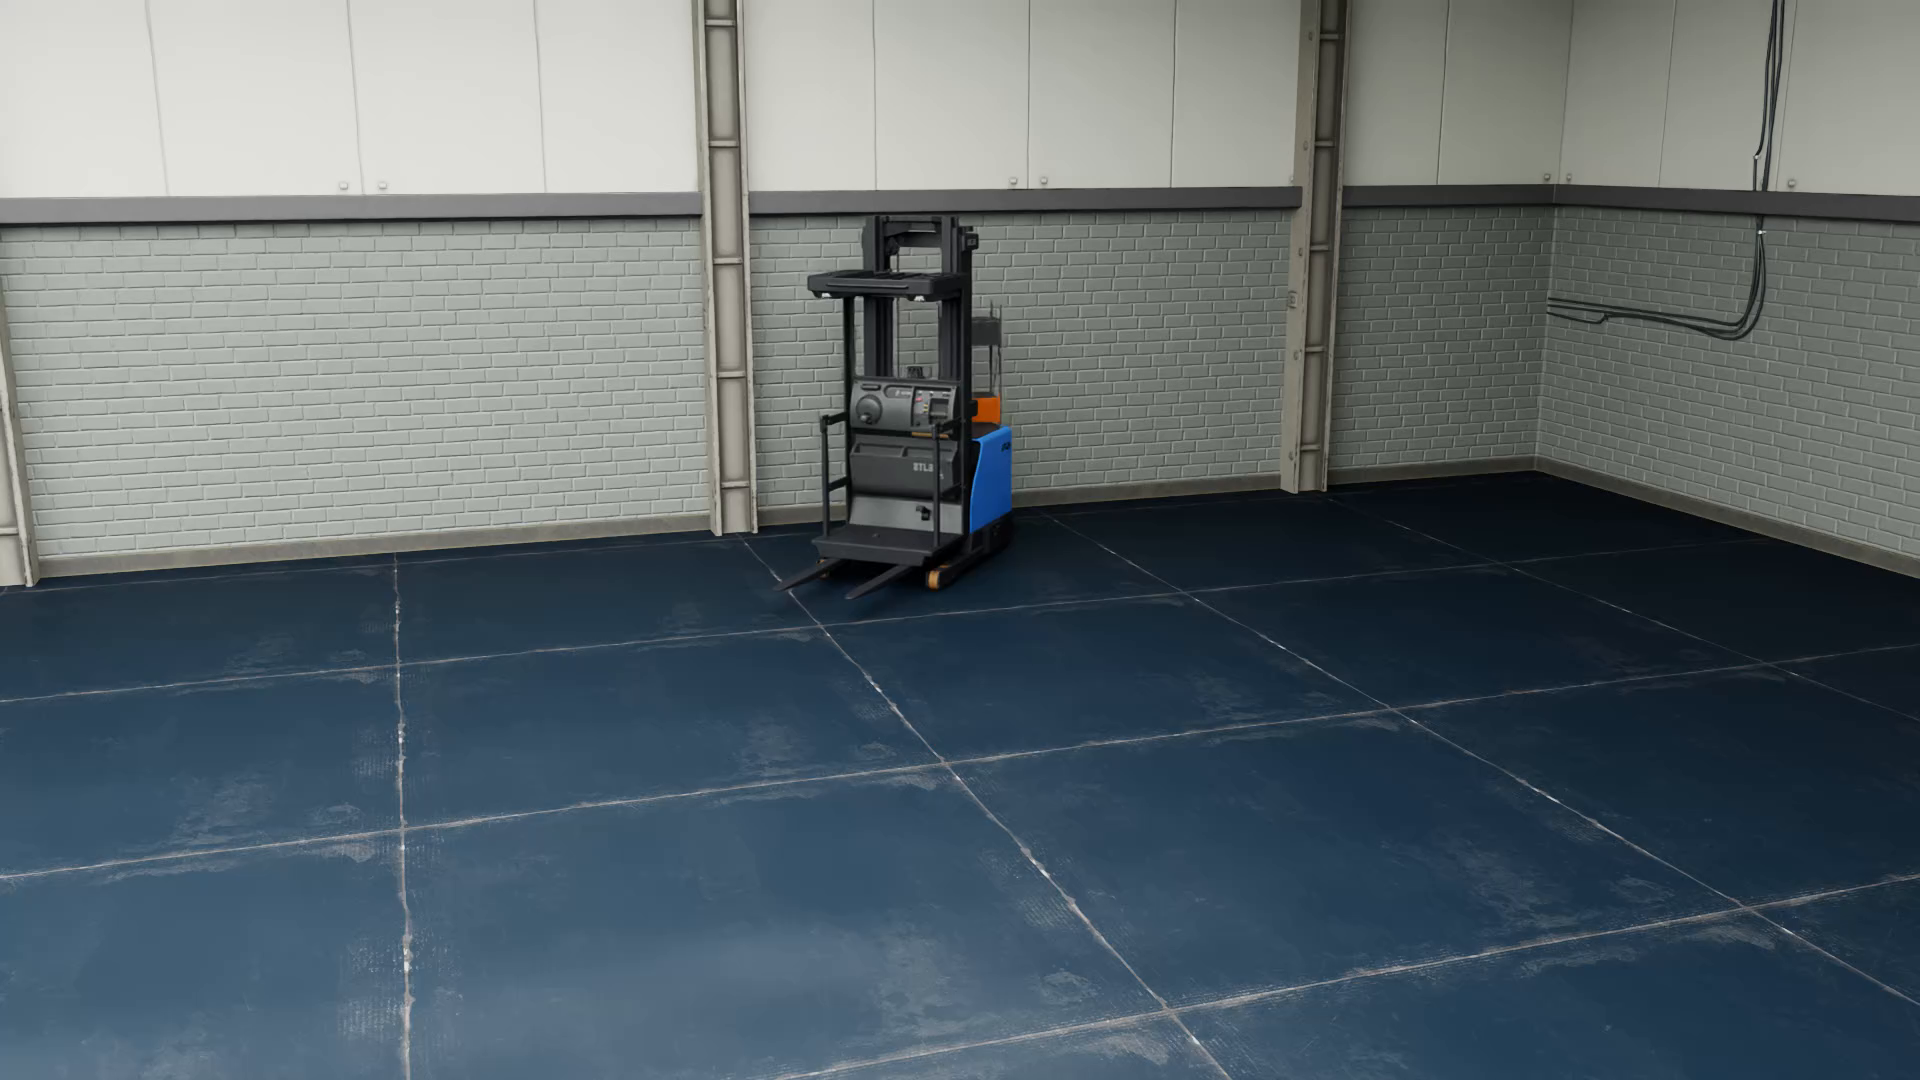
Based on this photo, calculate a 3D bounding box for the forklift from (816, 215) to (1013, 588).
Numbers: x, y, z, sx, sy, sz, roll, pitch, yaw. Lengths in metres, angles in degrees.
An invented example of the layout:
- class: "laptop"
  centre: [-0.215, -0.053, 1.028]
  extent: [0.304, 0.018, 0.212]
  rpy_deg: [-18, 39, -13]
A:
- class: "forklift"
  centre: [-0.547, -1.128, 13.553]
  extent: [1.130, 2.935, 3.031]
  rpy_deg: [5, 14, 21]

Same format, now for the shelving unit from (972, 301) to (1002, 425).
- class: "shelving unit"
  centre: [0.096, -1.128, 15.347]
  extent: [0.492, 2.100, 0.431]
  rpy_deg: [-3, 14, -12]

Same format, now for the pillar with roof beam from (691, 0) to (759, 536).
- class: "pillar with roof beam"
  centre: [-0.732, -3.520, 10.493]
  extent: [0.400, 9.000, 9.100]
  rpy_deg: [-4, 14, -18]

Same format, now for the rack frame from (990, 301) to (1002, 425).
- class: "rack frame"
  centre: [0.329, -1.139, 15.395]
  extent: [0.015, 2.100, 0.400]
  rpy_deg: [-3, 14, -12]

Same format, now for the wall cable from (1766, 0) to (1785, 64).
- class: "wall cable"
  centre: [7.658, -5.187, 13.300]
  extent: [0.112, 2.526, 3.097]
  rpy_deg: [-4, 14, -18]

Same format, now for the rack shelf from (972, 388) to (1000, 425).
- class: "rack shelf"
  centre: [0.090, -1.114, 15.349]
  extent: [0.480, 0.518, 0.431]
  rpy_deg: [-3, 14, -12]
